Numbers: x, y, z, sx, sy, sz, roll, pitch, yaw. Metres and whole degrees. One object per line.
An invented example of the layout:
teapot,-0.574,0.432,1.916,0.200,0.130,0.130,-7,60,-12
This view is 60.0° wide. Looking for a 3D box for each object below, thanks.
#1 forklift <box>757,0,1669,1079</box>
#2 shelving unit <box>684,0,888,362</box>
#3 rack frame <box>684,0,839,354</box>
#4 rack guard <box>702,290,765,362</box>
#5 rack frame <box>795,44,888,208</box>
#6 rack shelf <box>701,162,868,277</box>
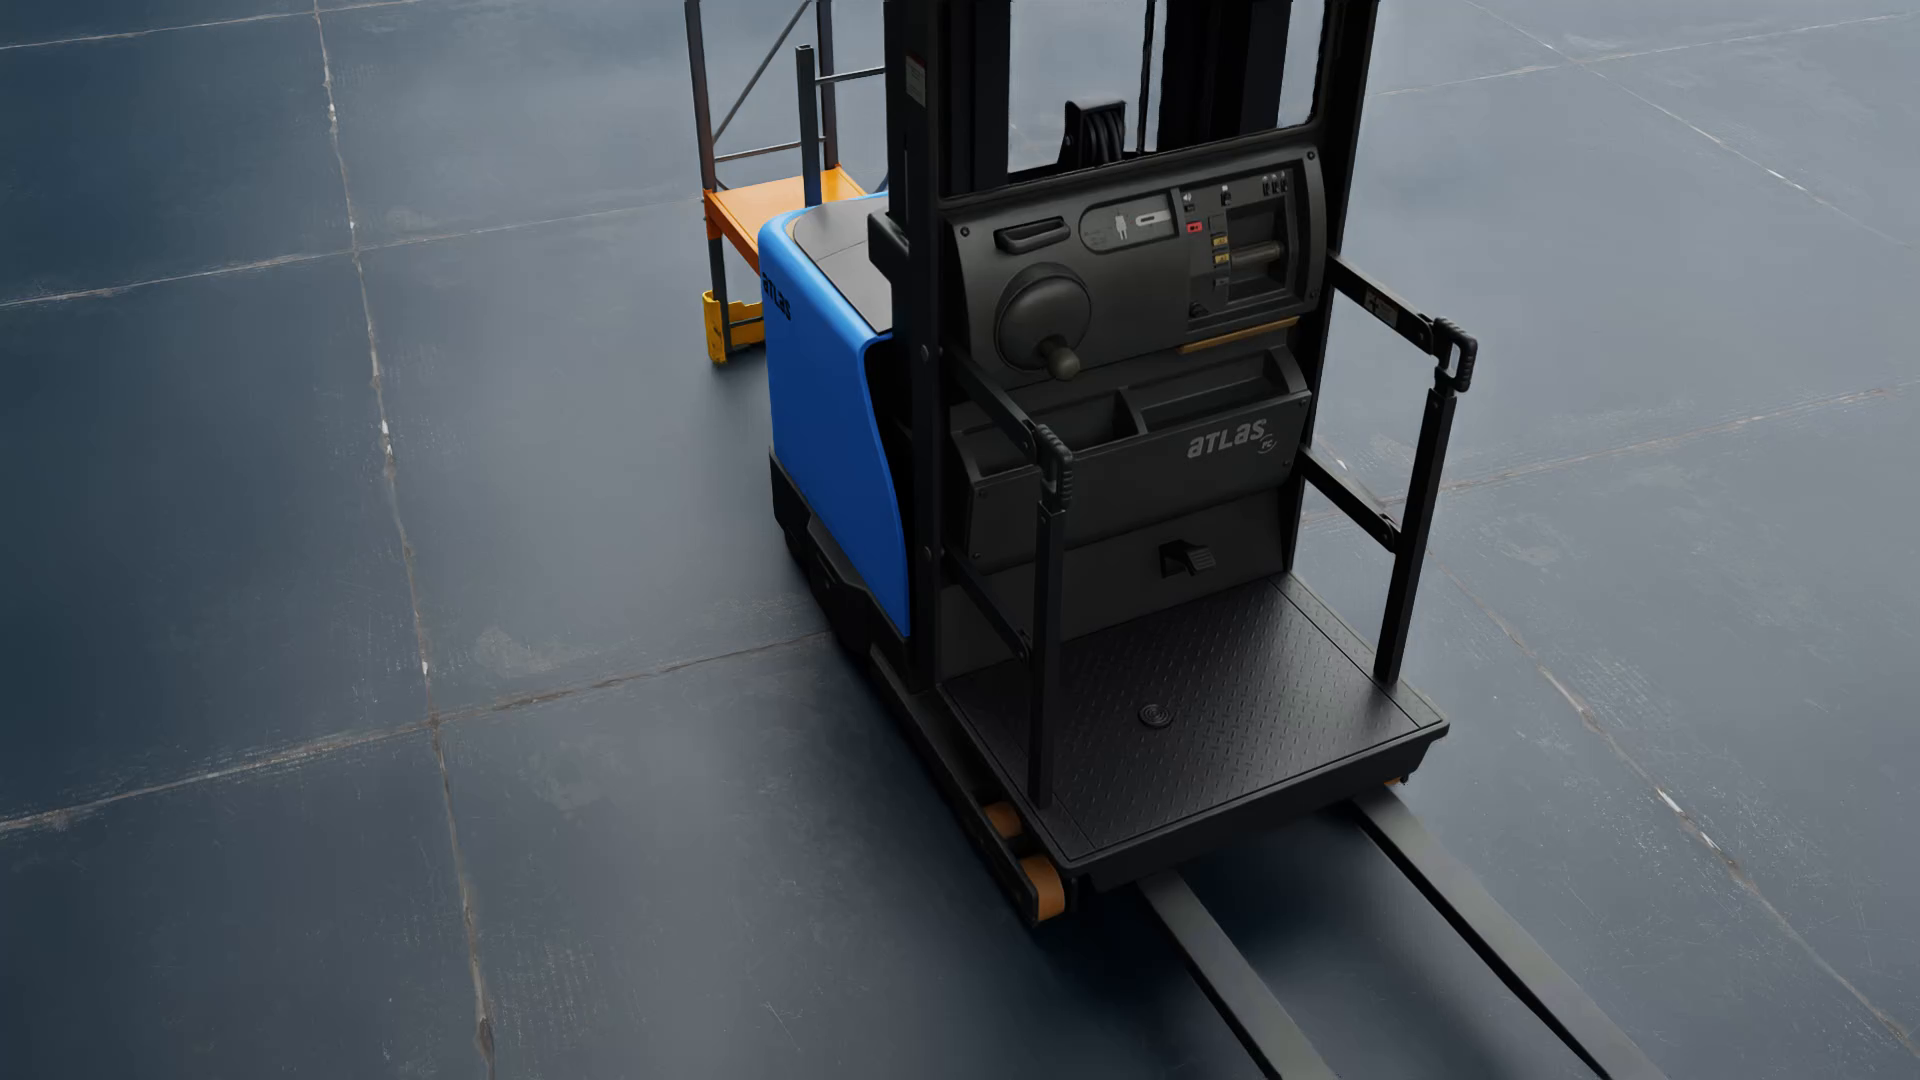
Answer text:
forklift,0.512,-0.553,3.548,1.130,2.935,3.031,-16,40,-20
shelving unit,-0.439,-1.080,5.437,0.587,1.500,1.083,-16,40,-20
rack frame,-0.665,-1.359,5.808,0.500,1.500,0.032,-16,40,-20
rack guard,-0.657,-0.850,6.170,0.587,0.250,0.087,-16,40,-20
rack frame,-0.220,-0.809,5.078,0.500,1.500,0.032,-16,40,-20
rack shelf,-0.443,-0.941,5.551,0.538,0.185,1.000,-16,40,-20
